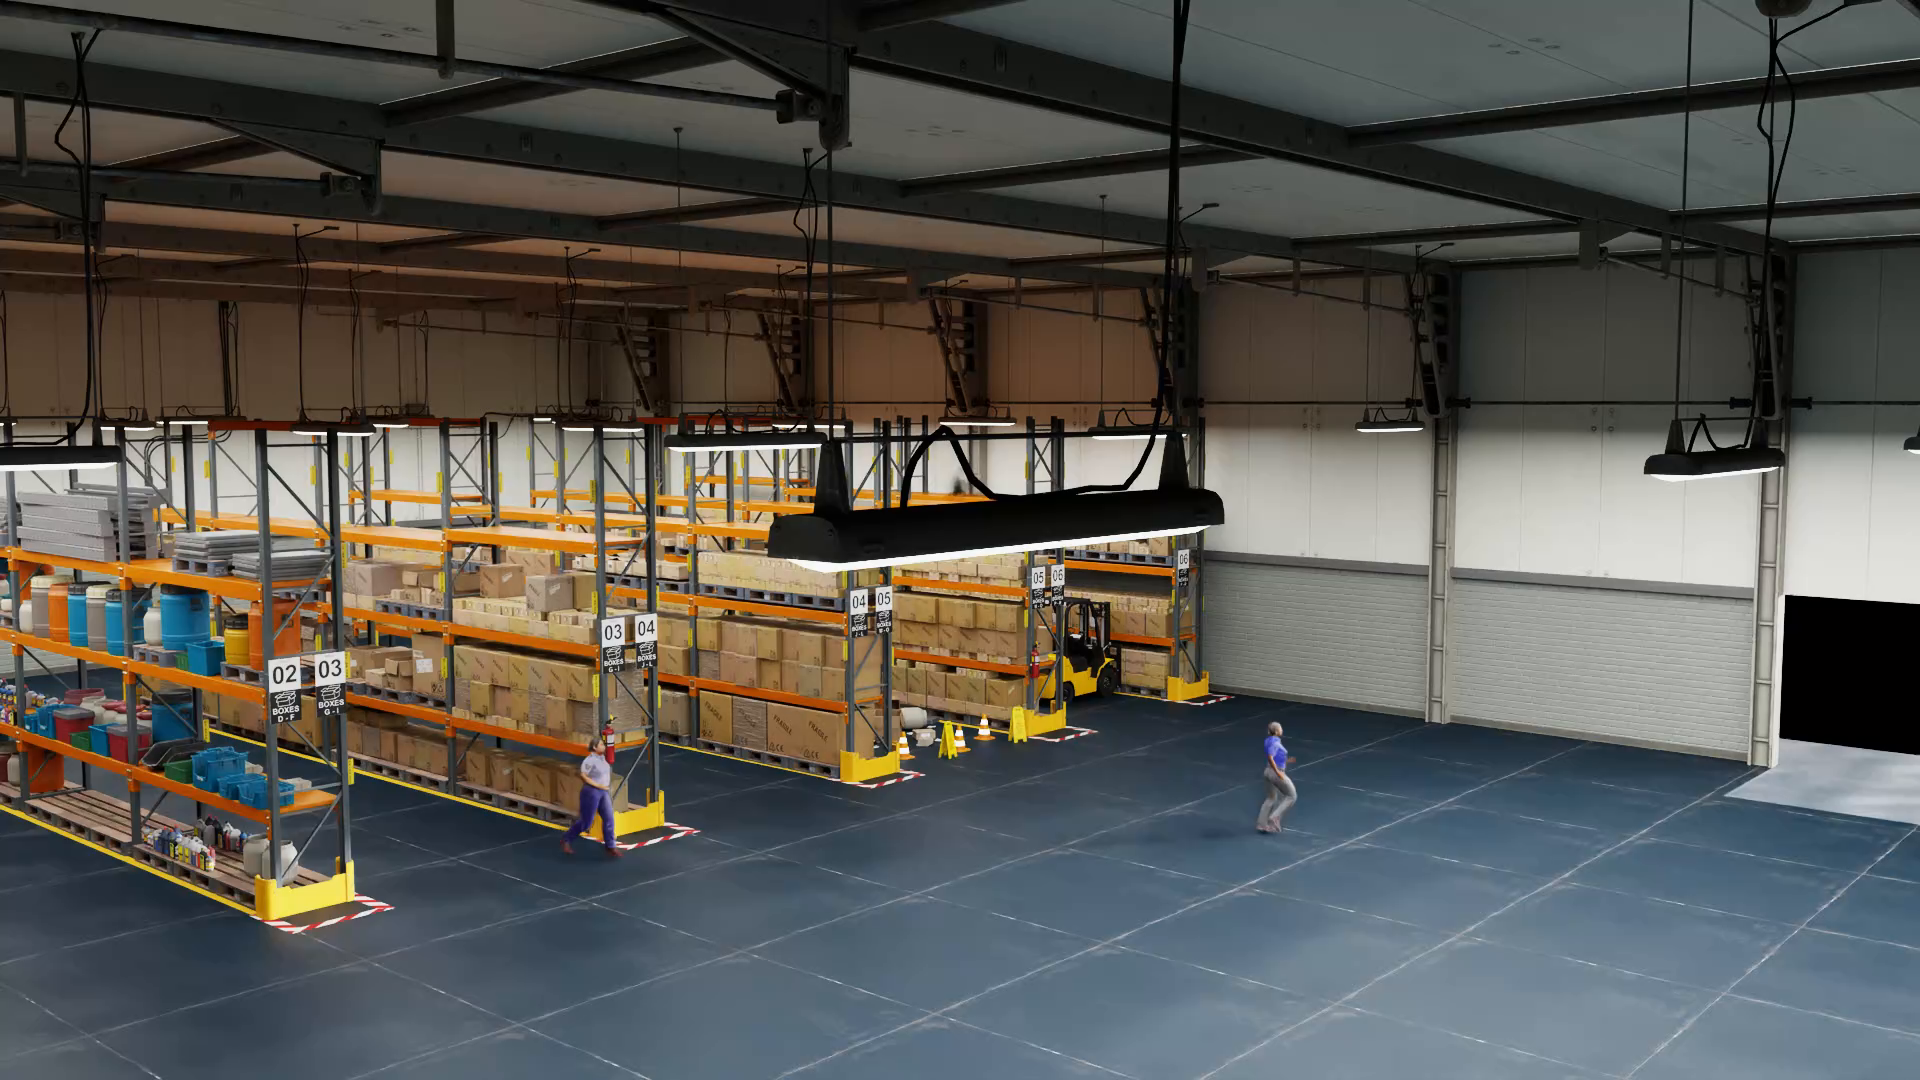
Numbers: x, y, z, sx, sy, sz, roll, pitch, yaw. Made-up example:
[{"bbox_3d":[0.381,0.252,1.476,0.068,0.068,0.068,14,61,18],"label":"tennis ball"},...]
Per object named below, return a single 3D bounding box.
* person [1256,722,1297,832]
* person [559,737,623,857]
[{"bbox_3d":[4.678,3.481,24.444,0.636,1.610,0.553,-1,5,-17],"label":"person"},{"bbox_3d":[-5.083,3.589,23.262,0.924,1.621,0.692,1,5,17],"label":"person"}]
